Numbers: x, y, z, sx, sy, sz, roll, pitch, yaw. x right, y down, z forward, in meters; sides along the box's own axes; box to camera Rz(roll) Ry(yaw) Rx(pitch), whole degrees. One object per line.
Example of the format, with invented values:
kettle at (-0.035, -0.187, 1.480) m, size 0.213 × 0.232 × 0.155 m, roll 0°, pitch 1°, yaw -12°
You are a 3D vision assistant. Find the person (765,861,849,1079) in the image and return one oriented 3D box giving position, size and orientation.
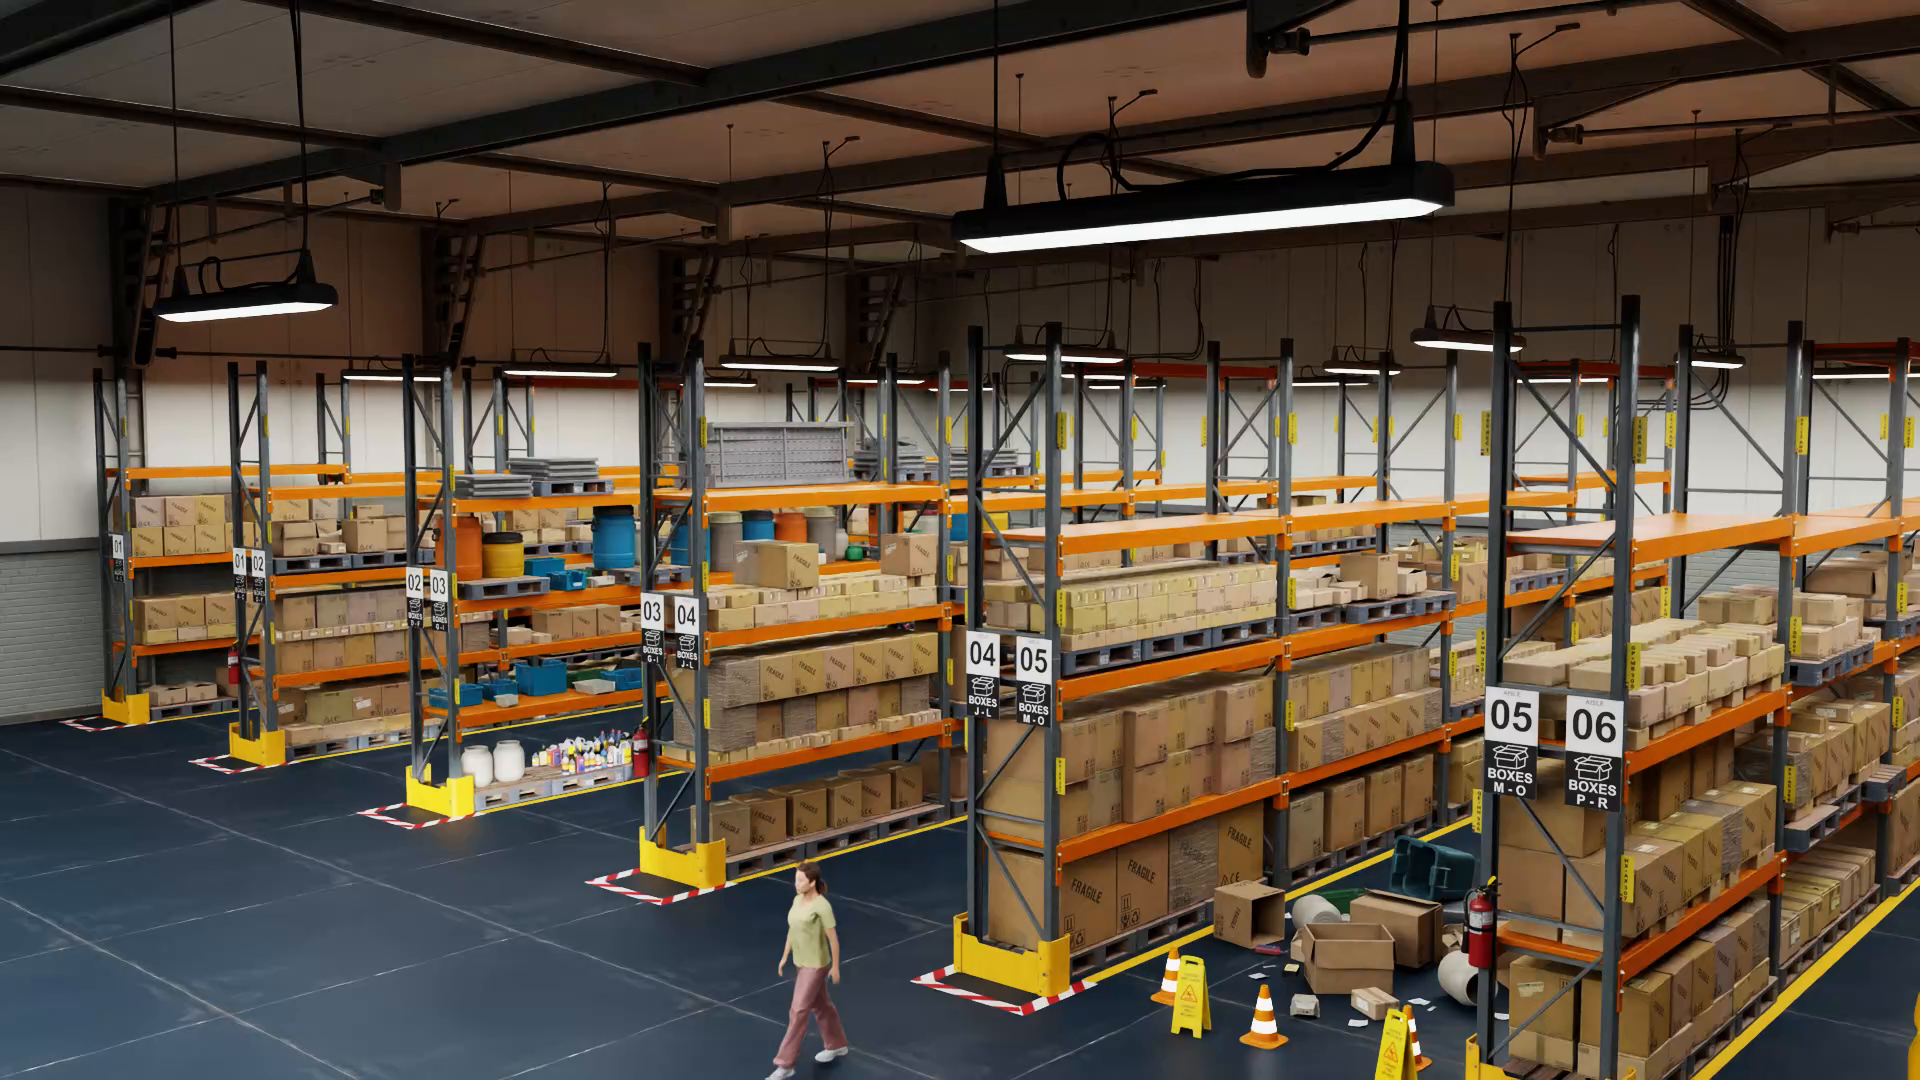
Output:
person at (-1.254, 3.360, 13.122) m, size 0.864 × 1.642 × 0.467 m, roll -3°, pitch 5°, yaw -33°
